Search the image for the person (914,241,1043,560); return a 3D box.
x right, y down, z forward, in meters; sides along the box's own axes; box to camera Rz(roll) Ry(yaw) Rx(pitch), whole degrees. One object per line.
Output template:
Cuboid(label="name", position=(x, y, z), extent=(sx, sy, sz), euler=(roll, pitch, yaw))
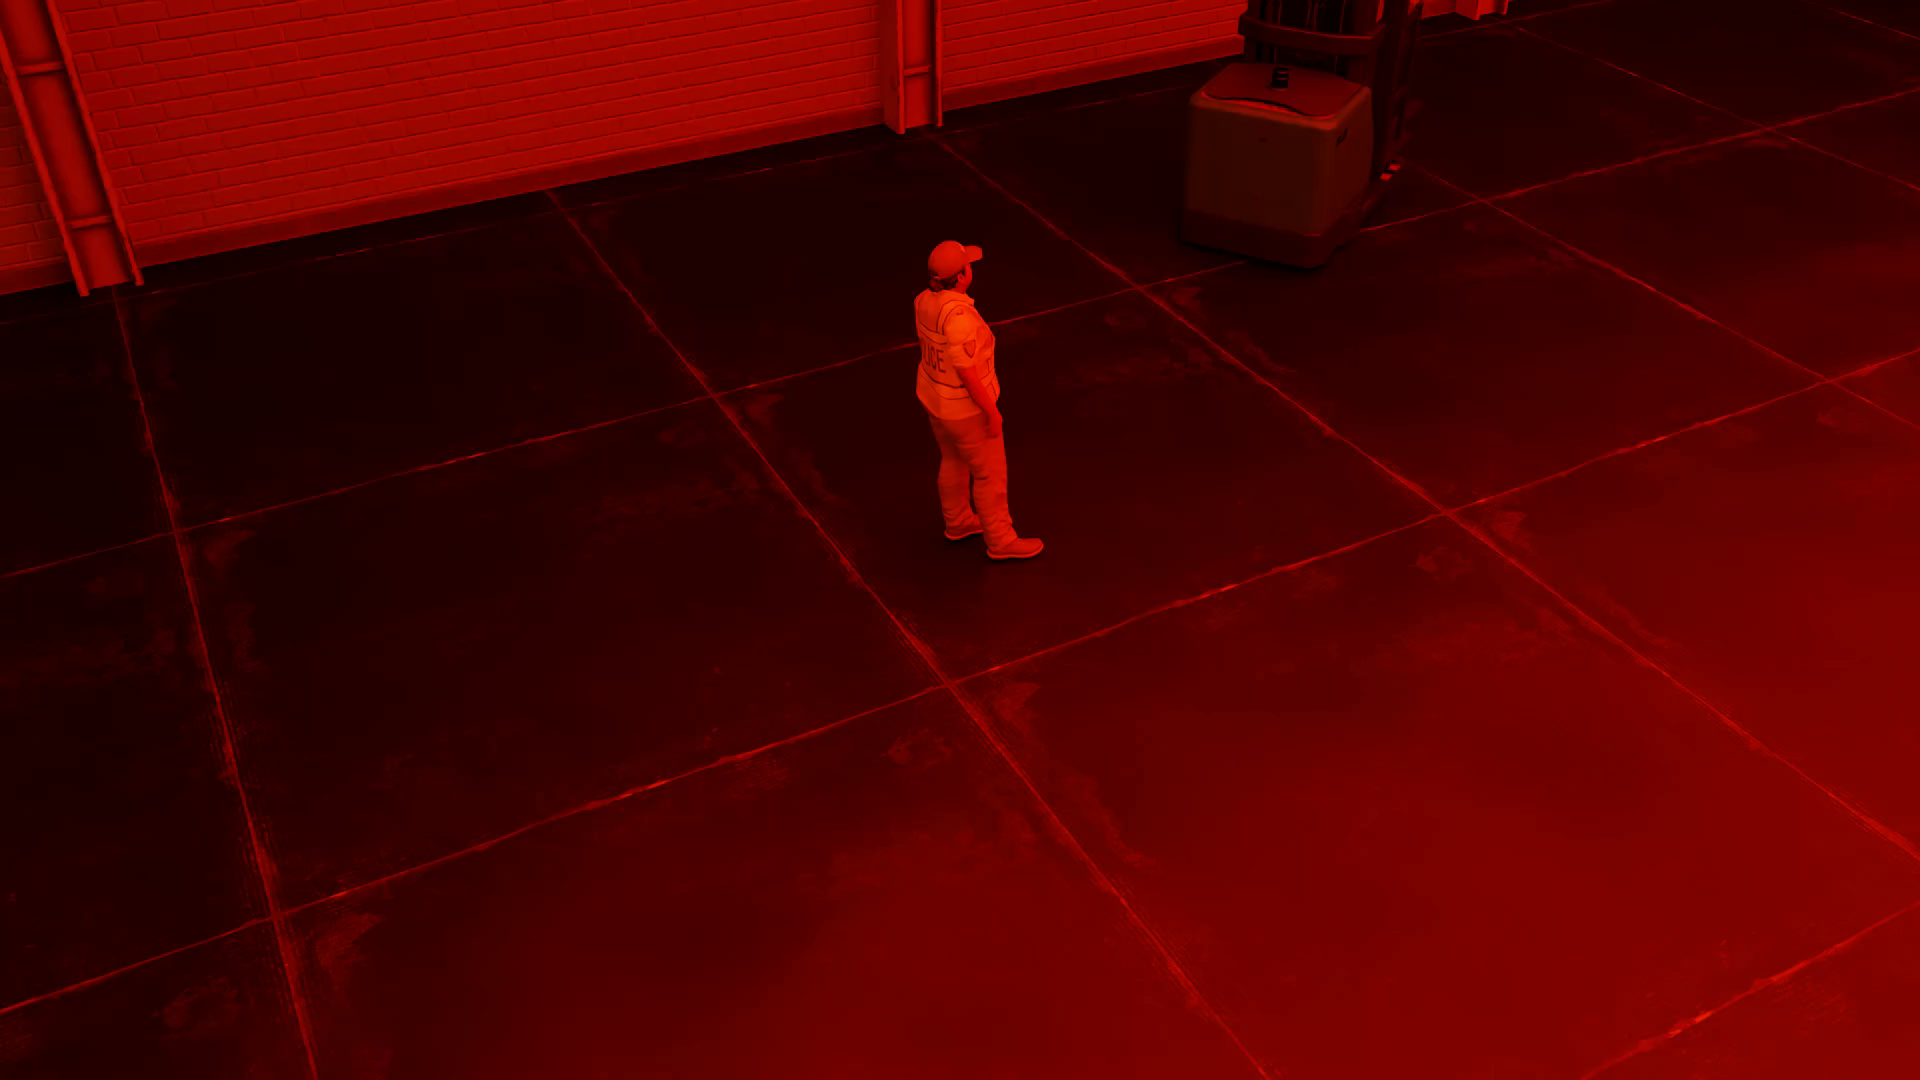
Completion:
Cuboid(label="person", position=(0.079, -0.695, 8.190), extent=(0.529, 1.670, 0.598), euler=(-17, 39, -23))

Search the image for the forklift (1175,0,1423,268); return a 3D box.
Cuboid(label="forklift", position=(2.648, -3.840, 11.555), extent=(1.130, 2.935, 3.031), euler=(18, 39, 23))
